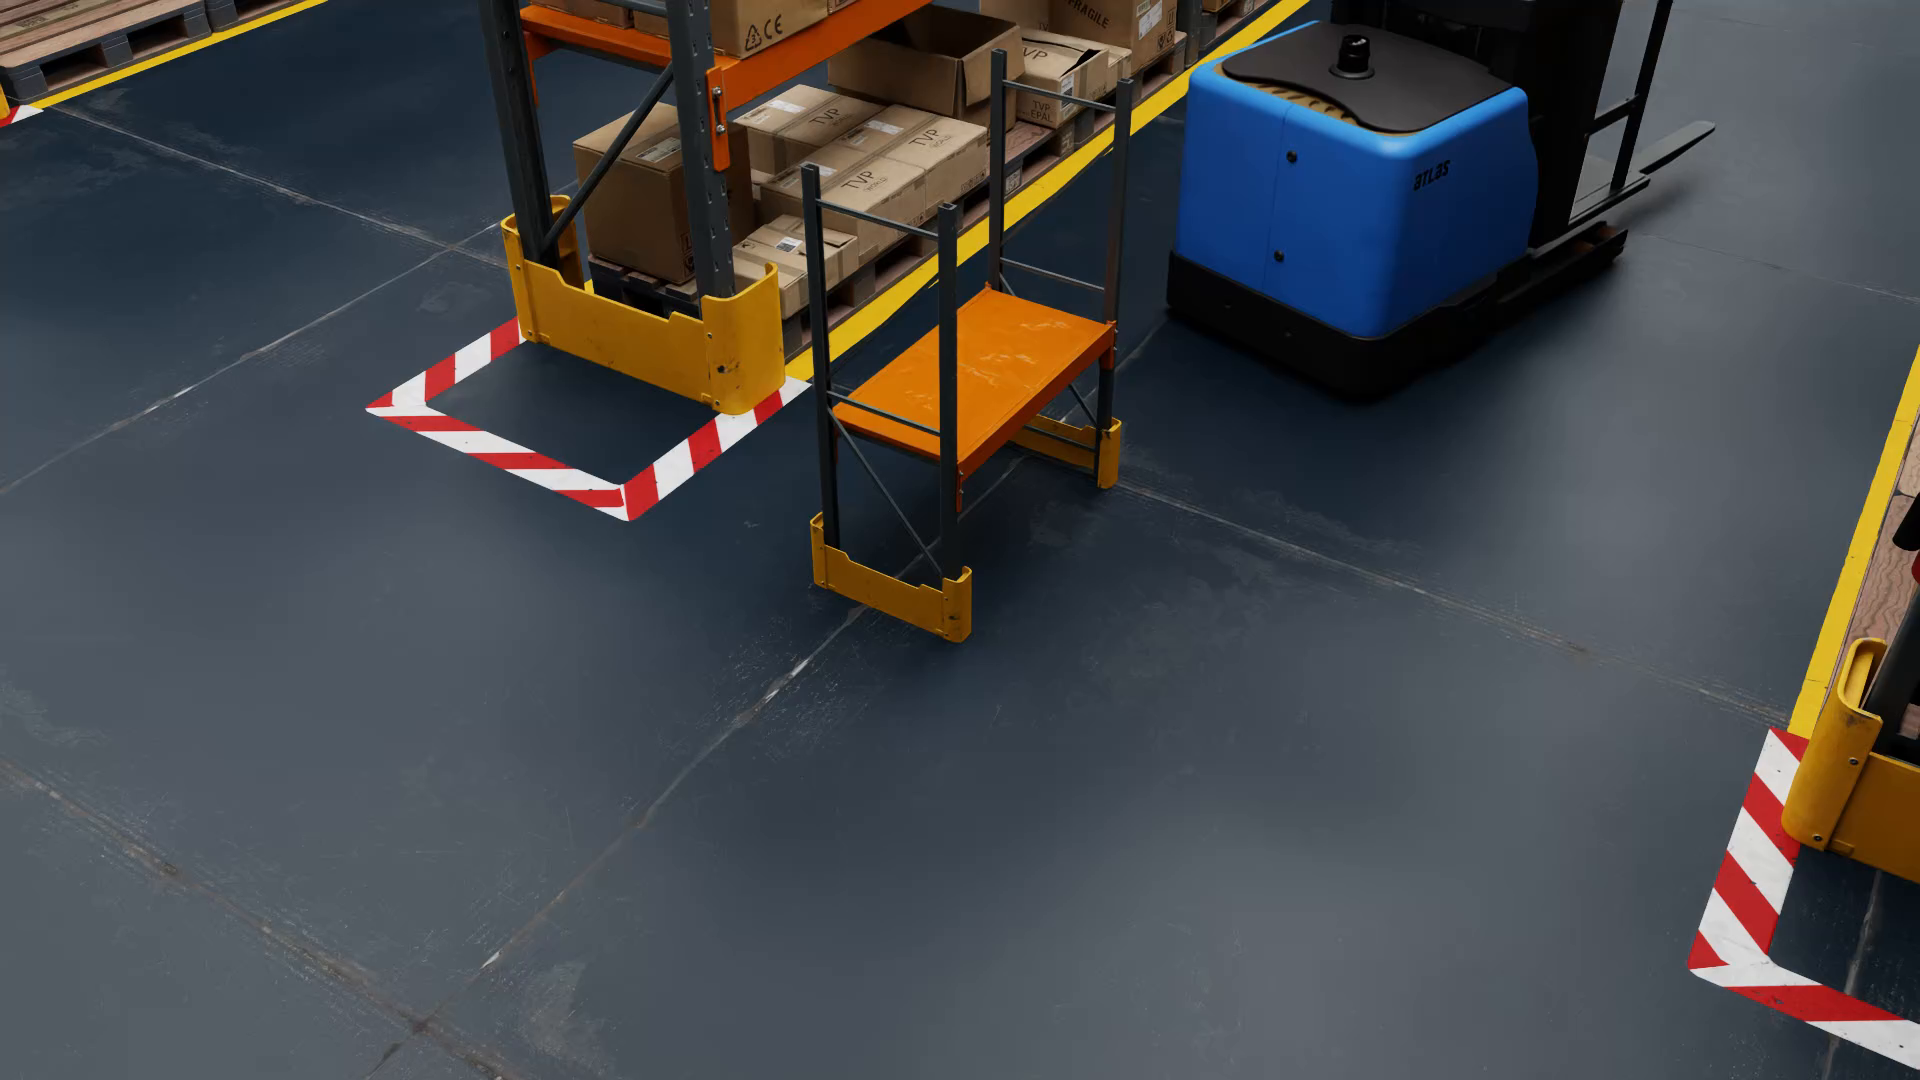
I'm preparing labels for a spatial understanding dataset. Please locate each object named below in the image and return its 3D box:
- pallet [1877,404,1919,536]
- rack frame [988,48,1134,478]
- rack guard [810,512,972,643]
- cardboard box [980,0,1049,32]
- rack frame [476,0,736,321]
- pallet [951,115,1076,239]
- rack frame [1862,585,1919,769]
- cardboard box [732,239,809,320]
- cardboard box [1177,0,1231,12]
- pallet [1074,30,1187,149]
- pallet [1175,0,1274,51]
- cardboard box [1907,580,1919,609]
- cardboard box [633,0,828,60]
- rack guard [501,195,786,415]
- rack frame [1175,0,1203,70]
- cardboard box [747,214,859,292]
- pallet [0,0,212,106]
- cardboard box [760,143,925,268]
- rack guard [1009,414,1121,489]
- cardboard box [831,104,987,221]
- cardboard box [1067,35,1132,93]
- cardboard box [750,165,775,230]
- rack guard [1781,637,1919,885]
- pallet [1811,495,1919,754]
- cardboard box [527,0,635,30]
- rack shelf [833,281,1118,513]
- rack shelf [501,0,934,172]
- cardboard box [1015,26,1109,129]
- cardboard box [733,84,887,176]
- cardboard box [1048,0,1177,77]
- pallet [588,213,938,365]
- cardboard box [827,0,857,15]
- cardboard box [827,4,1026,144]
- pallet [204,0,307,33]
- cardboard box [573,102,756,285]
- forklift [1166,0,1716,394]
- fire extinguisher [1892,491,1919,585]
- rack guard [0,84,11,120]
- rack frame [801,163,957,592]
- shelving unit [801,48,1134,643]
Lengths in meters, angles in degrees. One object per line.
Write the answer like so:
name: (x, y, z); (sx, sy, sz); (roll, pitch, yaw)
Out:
pallet: (3.913, -0.232, 5.878); (1.003, 0.211, 1.213); (21, 42, 25)
rack frame: (0.318, -0.900, 5.689); (0.500, 1.500, 0.032); (21, 42, 25)
rack guard: (-0.226, 0.118, 5.392); (0.587, 0.250, 0.087); (21, 42, 25)
cardboard box: (0.447, -2.916, 8.918); (0.500, 0.311, 0.500); (21, 42, 25)
rack frame: (-1.289, -1.890, 5.745); (1.000, 3.000, 0.127); (21, 42, 25)
pallet: (-0.167, -1.863, 7.993); (1.003, 0.211, 1.213); (21, 42, 25)
rack frame: (2.896, -0.272, 3.646); (1.000, 3.000, 0.127); (21, 42, 25)
cardboard box: (-0.774, -1.039, 6.615); (0.380, 0.149, 0.250); (21, 42, 25)
cardboard box: (1.319, -3.306, 9.269); (0.500, 0.500, 0.500); (19, 42, 23)
pallet: (0.486, -2.494, 8.813); (1.003, 0.211, 1.213); (21, 42, 25)
pallet: (1.258, -3.280, 9.831); (1.003, 0.211, 1.213); (21, 42, 25)
cardboard box: (3.187, 0.158, 4.791); (0.700, 0.500, 0.500); (21, 42, 25)
cardboard box: (-0.828, -2.072, 5.899); (0.500, 0.500, 0.500); (22, 43, 26)
rack guard: (-1.248, -0.939, 6.559); (1.175, 0.500, 0.348); (21, 42, 25)
rack frame: (0.854, -3.952, 8.420); (1.000, 3.000, 0.127); (21, 42, 25)
cardboard box: (-0.640, -1.175, 6.777); (0.380, 0.166, 0.250); (21, 42, 25)
pallet: (-4.995, -2.820, 9.236); (1.003, 0.211, 1.213); (21, 42, 25)
cardboard box: (-0.490, -1.421, 7.028); (0.500, 0.250, 0.500); (21, 42, 25)
rack guard: (0.308, -0.395, 6.058); (0.587, 0.250, 0.087); (21, 42, 25)
cardboard box: (-0.222, -1.678, 7.362); (0.500, 0.250, 0.500); (21, 42, 25)
cardboard box: (0.638, -2.398, 8.378); (0.380, 0.149, 0.250); (21, 42, 25)
cardboard box: (-0.912, -1.483, 7.177); (0.380, 0.166, 0.250); (21, 42, 25)
rack guard: (2.883, 0.731, 4.393); (1.175, 0.500, 0.348); (21, 42, 25)
pallet: (3.258, 0.395, 5.065); (1.003, 0.211, 1.213); (21, 42, 25)
cardboard box: (-1.279, -2.250, 6.130); (0.500, 0.500, 0.500); (23, 43, 26)
rack shelf: (0.046, -0.496, 5.459); (0.538, 0.185, 1.000); (21, 42, 25)
rack shelf: (-0.217, -2.636, 7.302); (1.077, 0.370, 4.000); (21, 42, 25)
cardboard box: (0.387, -2.288, 8.104); (0.500, 0.311, 0.500); (21, 42, 25)
cardboard box: (-0.671, -1.816, 7.541); (0.500, 0.250, 0.500); (21, 42, 25)
cardboard box: (0.789, -2.750, 8.548); (0.500, 0.500, 0.500); (21, 42, 25)
pallet: (-0.822, -1.236, 7.181); (1.003, 0.211, 1.213); (21, 42, 25)
cardboard box: (-0.556, -2.340, 6.247); (0.500, 0.500, 0.500); (21, 42, 25)
cardboard box: (-0.148, -2.168, 7.789); (0.797, 0.503, 0.637); (21, 42, 25)
pallet: (-4.340, -3.447, 10.048); (1.003, 0.211, 1.213); (21, 42, 25)
cardboard box: (-1.205, -1.435, 6.842); (0.500, 0.500, 0.500); (21, 42, 25)
forklift: (2.284, -2.498, 6.589); (3.031, 2.935, 1.130); (-29, 46, -32)
fire extinguisher: (2.426, -0.167, 3.878); (0.296, 0.674, 0.183); (21, 42, 25)
rack guard: (-5.471, -2.506, 8.591); (1.175, 0.500, 0.348); (21, 42, 25)
rack frame: (-0.227, -0.376, 5.009); (0.500, 1.500, 0.032); (21, 42, 25)
shelving unit: (0.041, -0.633, 5.343); (0.587, 1.500, 1.083); (21, 42, 25)
